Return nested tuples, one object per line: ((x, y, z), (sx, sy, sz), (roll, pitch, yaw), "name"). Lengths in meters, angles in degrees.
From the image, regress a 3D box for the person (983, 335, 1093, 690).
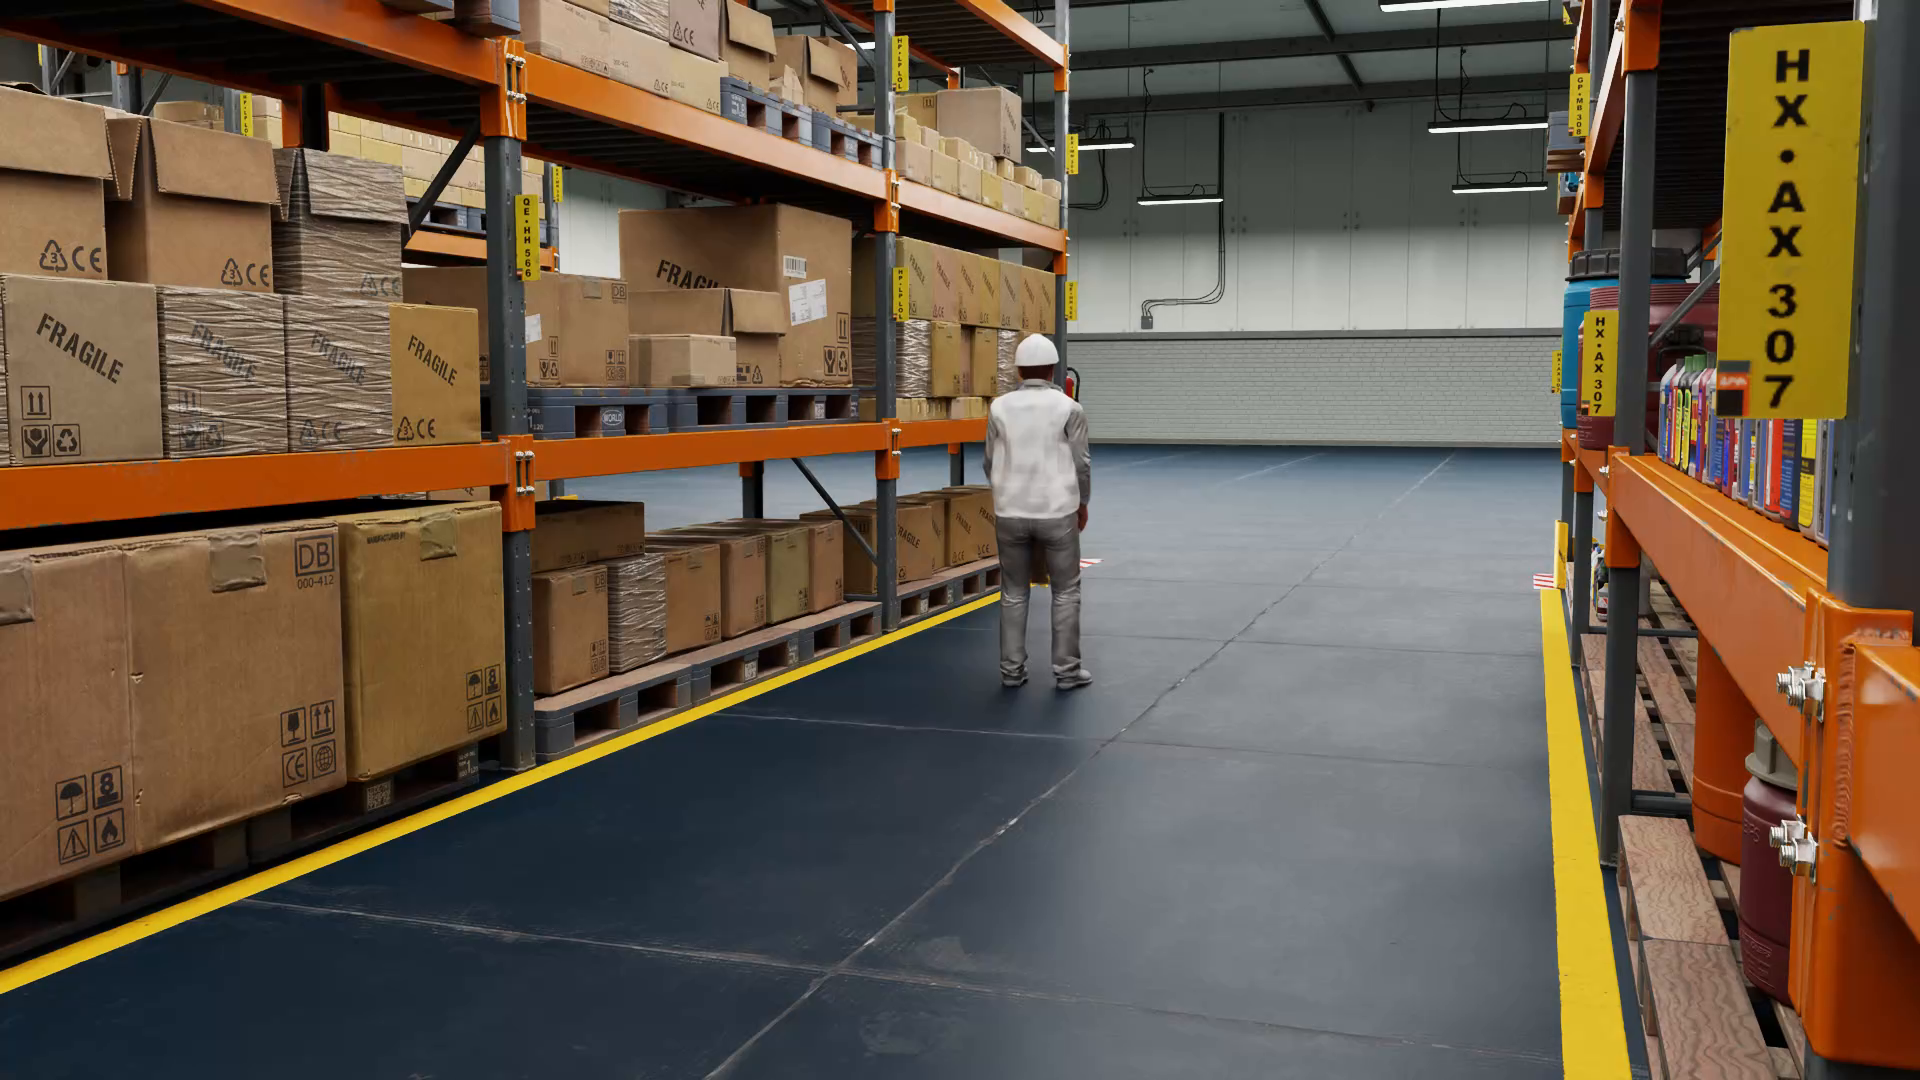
((0.386, -0.144, 8.399), (0.555, 1.777, 0.423), (2, 5, 17), "person")
